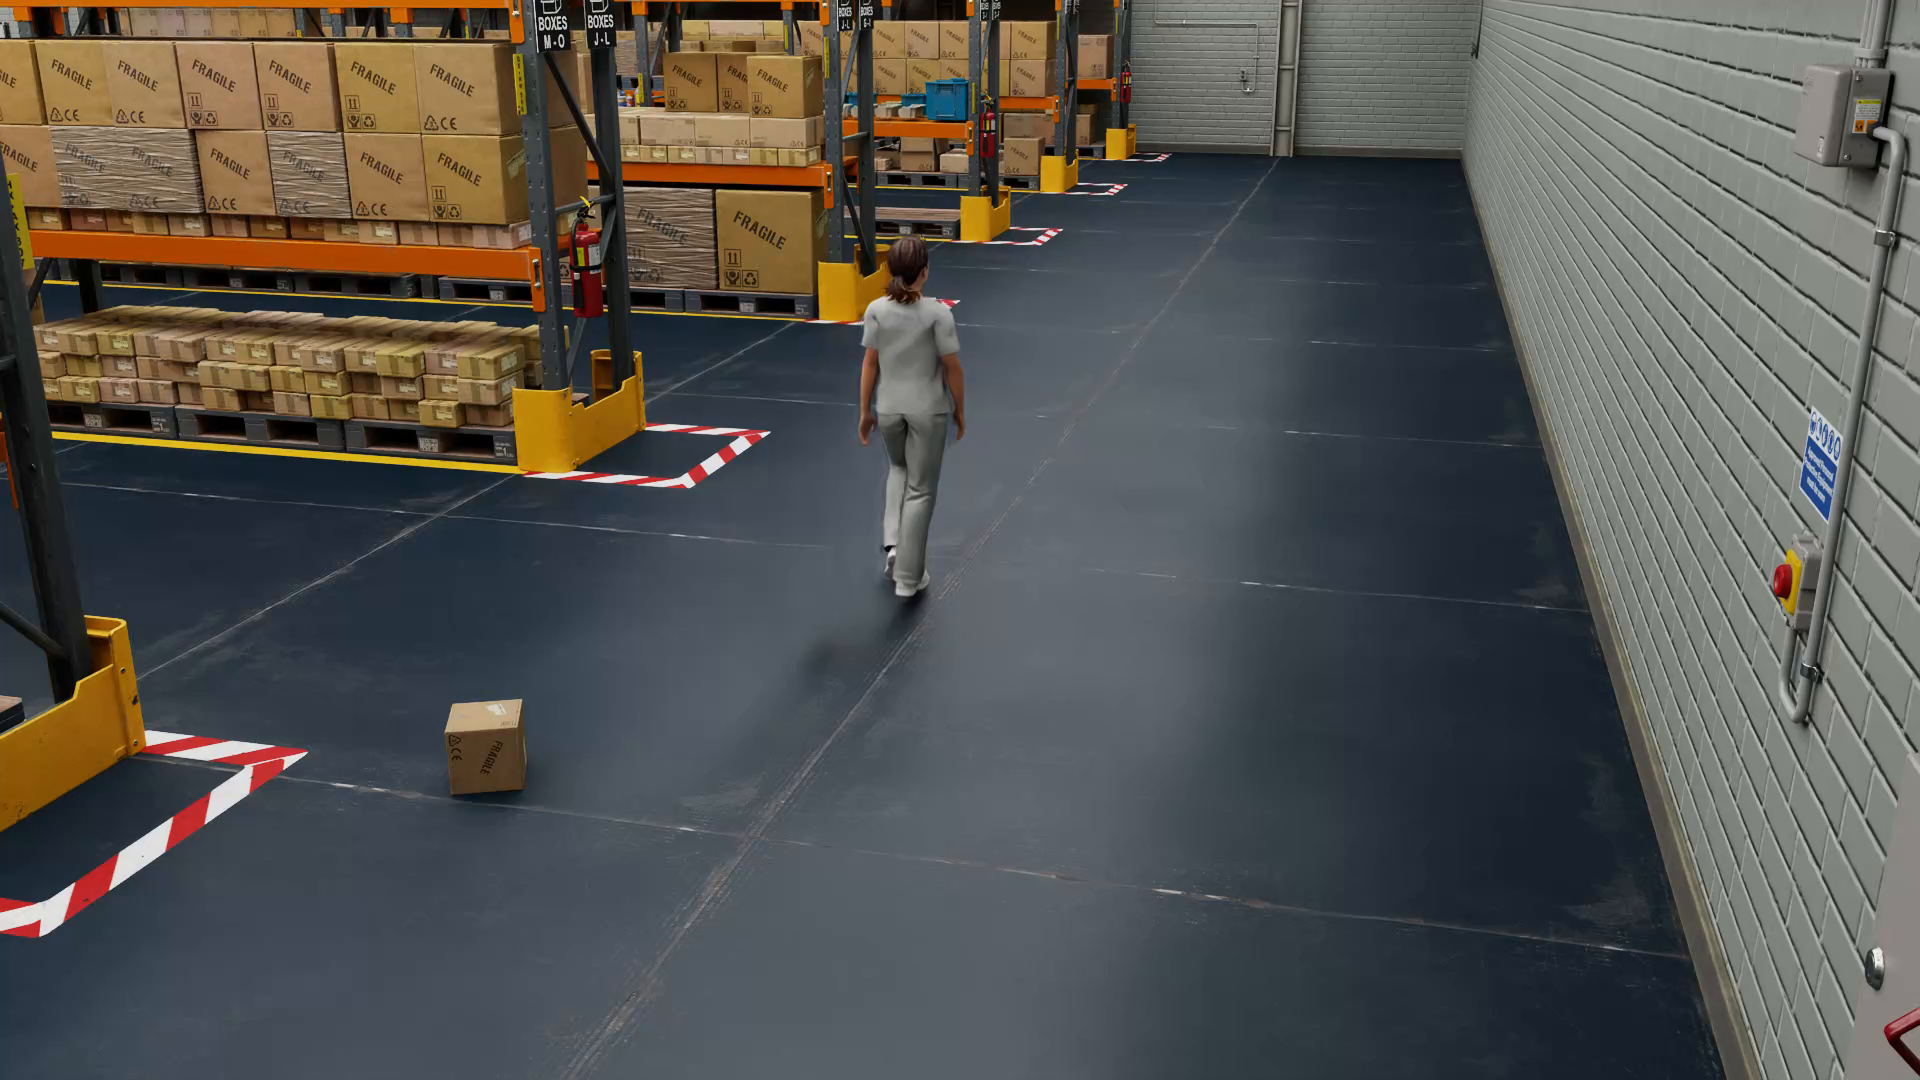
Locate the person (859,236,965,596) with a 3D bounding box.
[{"bbox_3d":[-0.205,-0.567,7.726,0.477,1.694,0.486,7,19,19],"label":"person"}]
